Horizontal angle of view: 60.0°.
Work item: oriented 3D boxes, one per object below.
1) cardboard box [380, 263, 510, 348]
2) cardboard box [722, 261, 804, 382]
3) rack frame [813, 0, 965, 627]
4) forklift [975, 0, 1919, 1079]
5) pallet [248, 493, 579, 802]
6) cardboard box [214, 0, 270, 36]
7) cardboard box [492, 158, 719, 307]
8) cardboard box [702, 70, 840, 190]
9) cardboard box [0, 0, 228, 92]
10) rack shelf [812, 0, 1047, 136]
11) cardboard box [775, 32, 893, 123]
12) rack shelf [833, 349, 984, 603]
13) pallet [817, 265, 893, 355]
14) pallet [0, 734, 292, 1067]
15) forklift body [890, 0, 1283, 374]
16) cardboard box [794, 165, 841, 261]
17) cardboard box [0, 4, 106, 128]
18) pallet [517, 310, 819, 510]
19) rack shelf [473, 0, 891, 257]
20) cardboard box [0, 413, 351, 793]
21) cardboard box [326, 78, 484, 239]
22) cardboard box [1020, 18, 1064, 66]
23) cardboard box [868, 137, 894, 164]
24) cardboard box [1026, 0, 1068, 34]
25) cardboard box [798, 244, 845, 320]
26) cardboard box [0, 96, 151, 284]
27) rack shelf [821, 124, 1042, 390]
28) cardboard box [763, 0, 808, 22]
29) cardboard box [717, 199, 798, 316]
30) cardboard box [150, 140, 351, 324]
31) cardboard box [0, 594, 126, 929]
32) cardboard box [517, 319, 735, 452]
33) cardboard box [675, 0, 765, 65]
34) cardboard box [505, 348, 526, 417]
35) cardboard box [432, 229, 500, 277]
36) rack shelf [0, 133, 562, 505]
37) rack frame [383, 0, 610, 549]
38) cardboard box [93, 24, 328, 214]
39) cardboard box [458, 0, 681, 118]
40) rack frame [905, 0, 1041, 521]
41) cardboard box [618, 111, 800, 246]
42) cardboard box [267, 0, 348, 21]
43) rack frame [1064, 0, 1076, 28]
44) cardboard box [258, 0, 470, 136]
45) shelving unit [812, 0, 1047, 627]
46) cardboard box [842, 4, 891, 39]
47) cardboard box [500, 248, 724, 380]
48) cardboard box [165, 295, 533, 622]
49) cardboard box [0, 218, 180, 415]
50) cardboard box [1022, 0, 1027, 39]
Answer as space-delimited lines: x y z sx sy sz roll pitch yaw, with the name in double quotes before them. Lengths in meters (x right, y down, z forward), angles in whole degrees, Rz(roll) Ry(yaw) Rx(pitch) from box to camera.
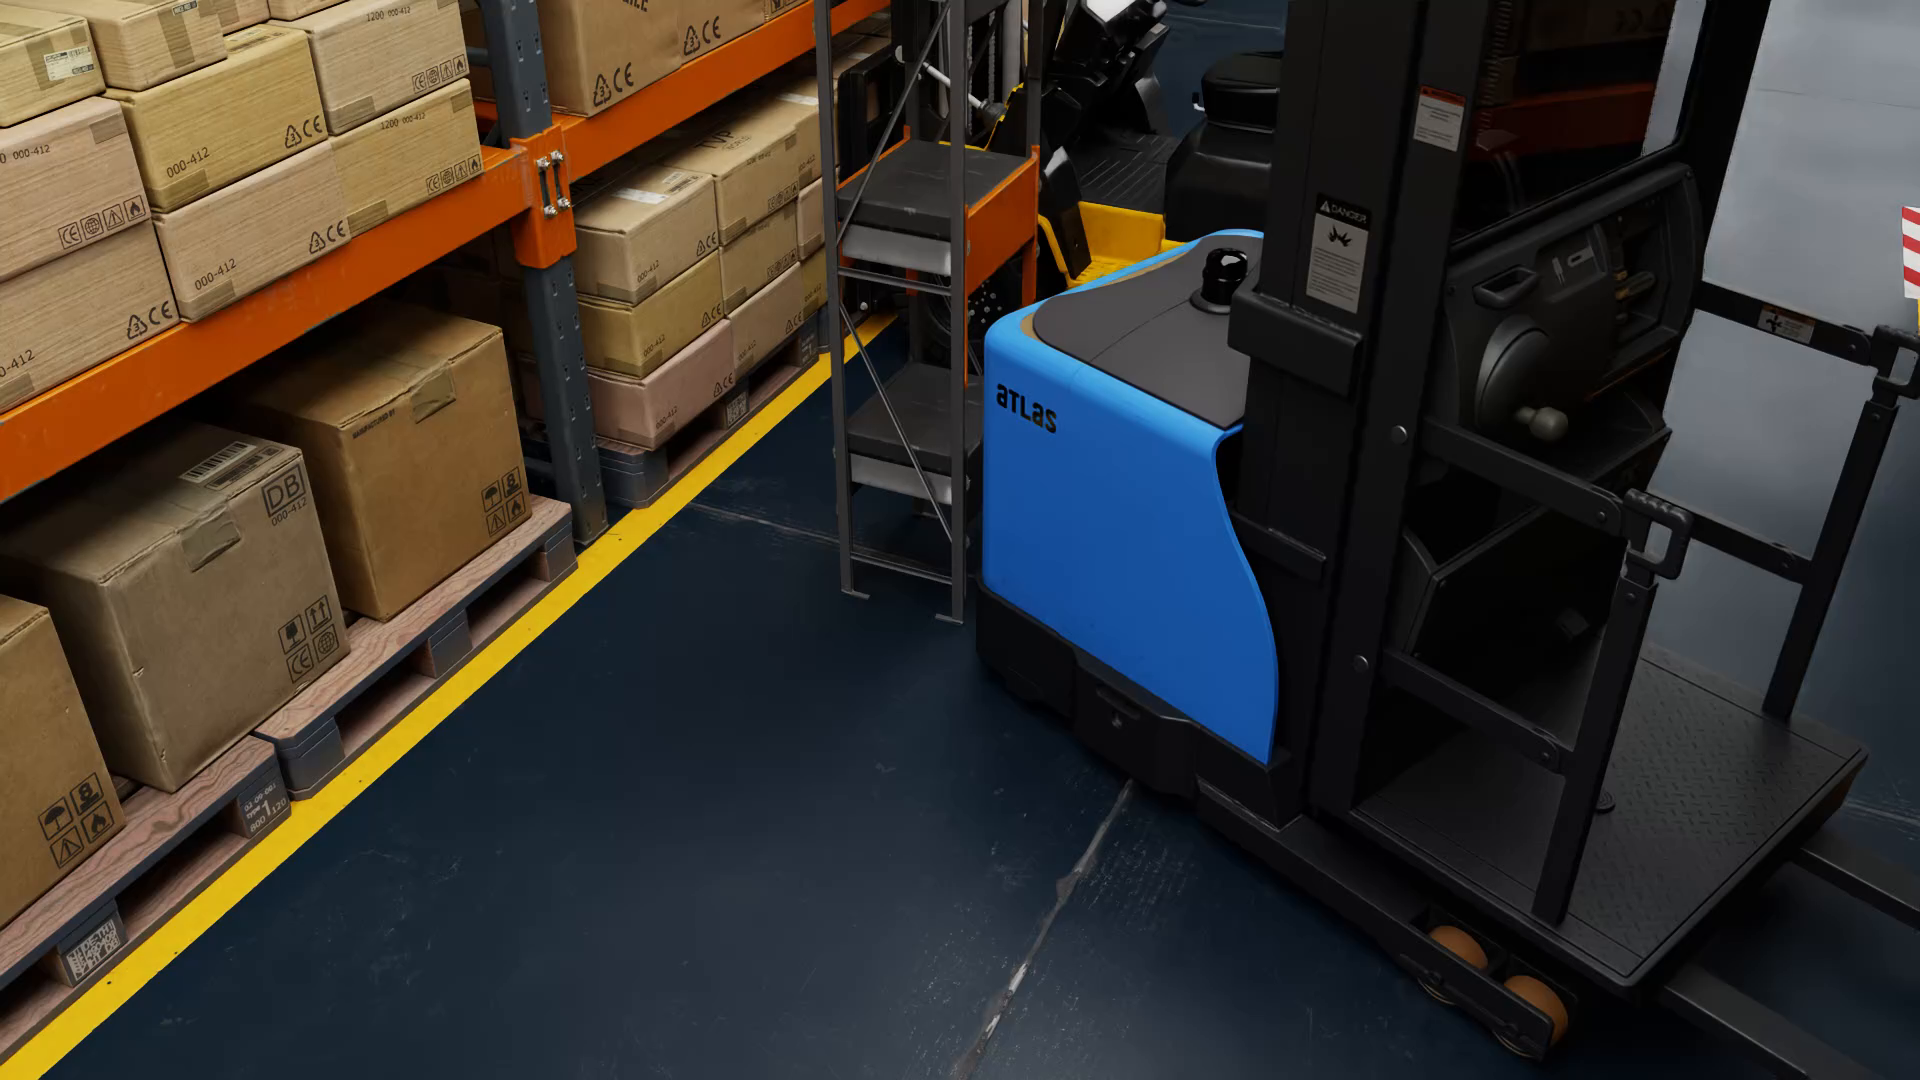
"cardboard box" -1.579 -0.897 5.551 0.500 0.250 0.500 13 36 19
"cardboard box" -0.895 -0.820 5.889 0.500 0.250 0.500 13 36 19
"rack frame" -0.171 -0.674 4.363 0.400 2.100 0.015 14 36 20
"forklift" 1.398 -0.439 3.247 1.130 2.935 3.031 -26 41 -34
"pallet" -1.869 0.169 4.799 1.003 0.211 1.213 14 36 20
"cardboard box" -1.780 -1.222 3.696 0.380 0.149 0.250 14 36 20
"cardboard box" -1.109 -0.986 5.230 0.500 0.250 0.500 14 36 20
"cardboard box" -0.688 -1.488 5.997 0.500 0.250 0.500 15 36 22
"cardboard box" -1.769 -1.061 3.449 0.380 0.149 0.250 13 35 19
"rack shelf" -0.069 -1.370 4.172 0.431 0.518 0.480 14 36 20
"cardboard box" -0.462 -1.748 6.393 0.500 0.250 0.500 13 36 20
"rack shelf" -0.069 -0.199 4.940 0.431 0.518 0.480 14 36 20
"pallet" -0.717 -1.203 6.892 1.003 0.211 1.213 14 36 20
"pallet" -2.379 0.779 3.869 1.003 0.211 1.213 14 36 20
"forklift body" 0.941 -1.647 5.800 2.313 2.155 1.214 14 36 20
"cardboard box" -0.684 -1.277 6.130 0.500 0.250 0.500 14 36 20
"cardboard box" -1.936 -0.945 3.272 0.380 0.149 0.250 13 36 19
"pallet" -1.226 -0.593 5.962 1.003 0.211 1.213 14 36 20
"rack shelf" -0.760 -2.068 6.324 1.077 0.370 4.000 14 36 20
"cardboard box" -2.136 0.092 4.157 0.875 0.625 0.625 14 36 20
"cardboard box" -1.570 -0.999 4.175 0.500 0.250 0.500 15 36 22
"cardboard box" 0.157 -2.286 7.669 0.500 0.250 0.500 14 36 20
"cardboard box" -0.472 -1.528 6.513 0.500 0.250 0.500 14 36 20
"cardboard box" 0.167 -2.508 7.552 0.500 0.250 0.500 15 36 22
"cardboard box" -0.694 -1.079 6.285 0.500 0.250 0.500 15 36 21
"cardboard box" -1.998 -0.705 3.270 0.500 0.250 0.500 15 36 21
"rack shelf" -0.069 -0.784 4.556 0.431 0.518 0.480 14 36 20
"cardboard box" -0.760 -2.091 5.613 0.500 0.500 0.500 14 36 20
"cardboard box" -0.905 -1.029 5.752 0.500 0.250 0.500 14 36 20
"cardboard box" -1.775 -0.747 3.791 0.500 0.250 0.500 14 36 20
"cardboard box" -2.449 0.467 3.585 0.875 0.625 0.625 13 35 19
"cardboard box" -1.094 -0.563 5.498 0.500 0.250 0.500 15 36 21
"cardboard box" -0.971 -1.839 5.228 0.500 0.500 0.500 15 36 21
"cardboard box" -1.577 -0.687 5.686 0.500 0.250 0.500 15 36 21
"cardboard box" -1.566 -1.106 5.414 0.500 0.250 0.500 15 36 21
"rack shelf" -2.433 -0.076 3.286 1.077 0.370 4.000 14 36 20
"rack frame" -1.597 -1.373 4.608 1.000 3.000 0.127 14 36 20
"cardboard box" -1.779 -0.958 3.656 0.500 0.250 0.500 13 36 19
"cardboard box" -1.174 -1.576 4.826 0.500 0.500 0.500 13 35 19
"rack frame" 0.033 -0.917 4.734 0.400 2.100 0.015 14 36 20
"cardboard box" -0.886 -1.238 5.615 0.500 0.250 0.500 14 36 21
"cardboard box" -1.629 -1.332 3.863 0.380 0.149 0.250 14 36 20
"rack frame" 0.077 -3.365 7.646 1.000 3.000 0.127 14 36 20
"cardboard box" -1.570 -1.216 4.050 0.500 0.250 0.500 13 36 19
"shelving unit" -0.069 -0.796 4.549 0.431 2.100 0.503 14 36 20
"cardboard box" -0.243 -1.999 6.775 0.500 0.250 0.500 15 36 21
"cardboard box" -1.114 -0.778 5.369 0.500 0.250 0.500 14 36 20
"cardboard box" -1.805 -0.293 4.744 0.875 0.625 0.625 16 36 23
"cardboard box" -2.011 -0.507 3.424 0.500 0.250 0.500 14 36 21
"cardboard box" -0.041 -2.252 7.162 0.500 0.250 0.500 15 36 21
